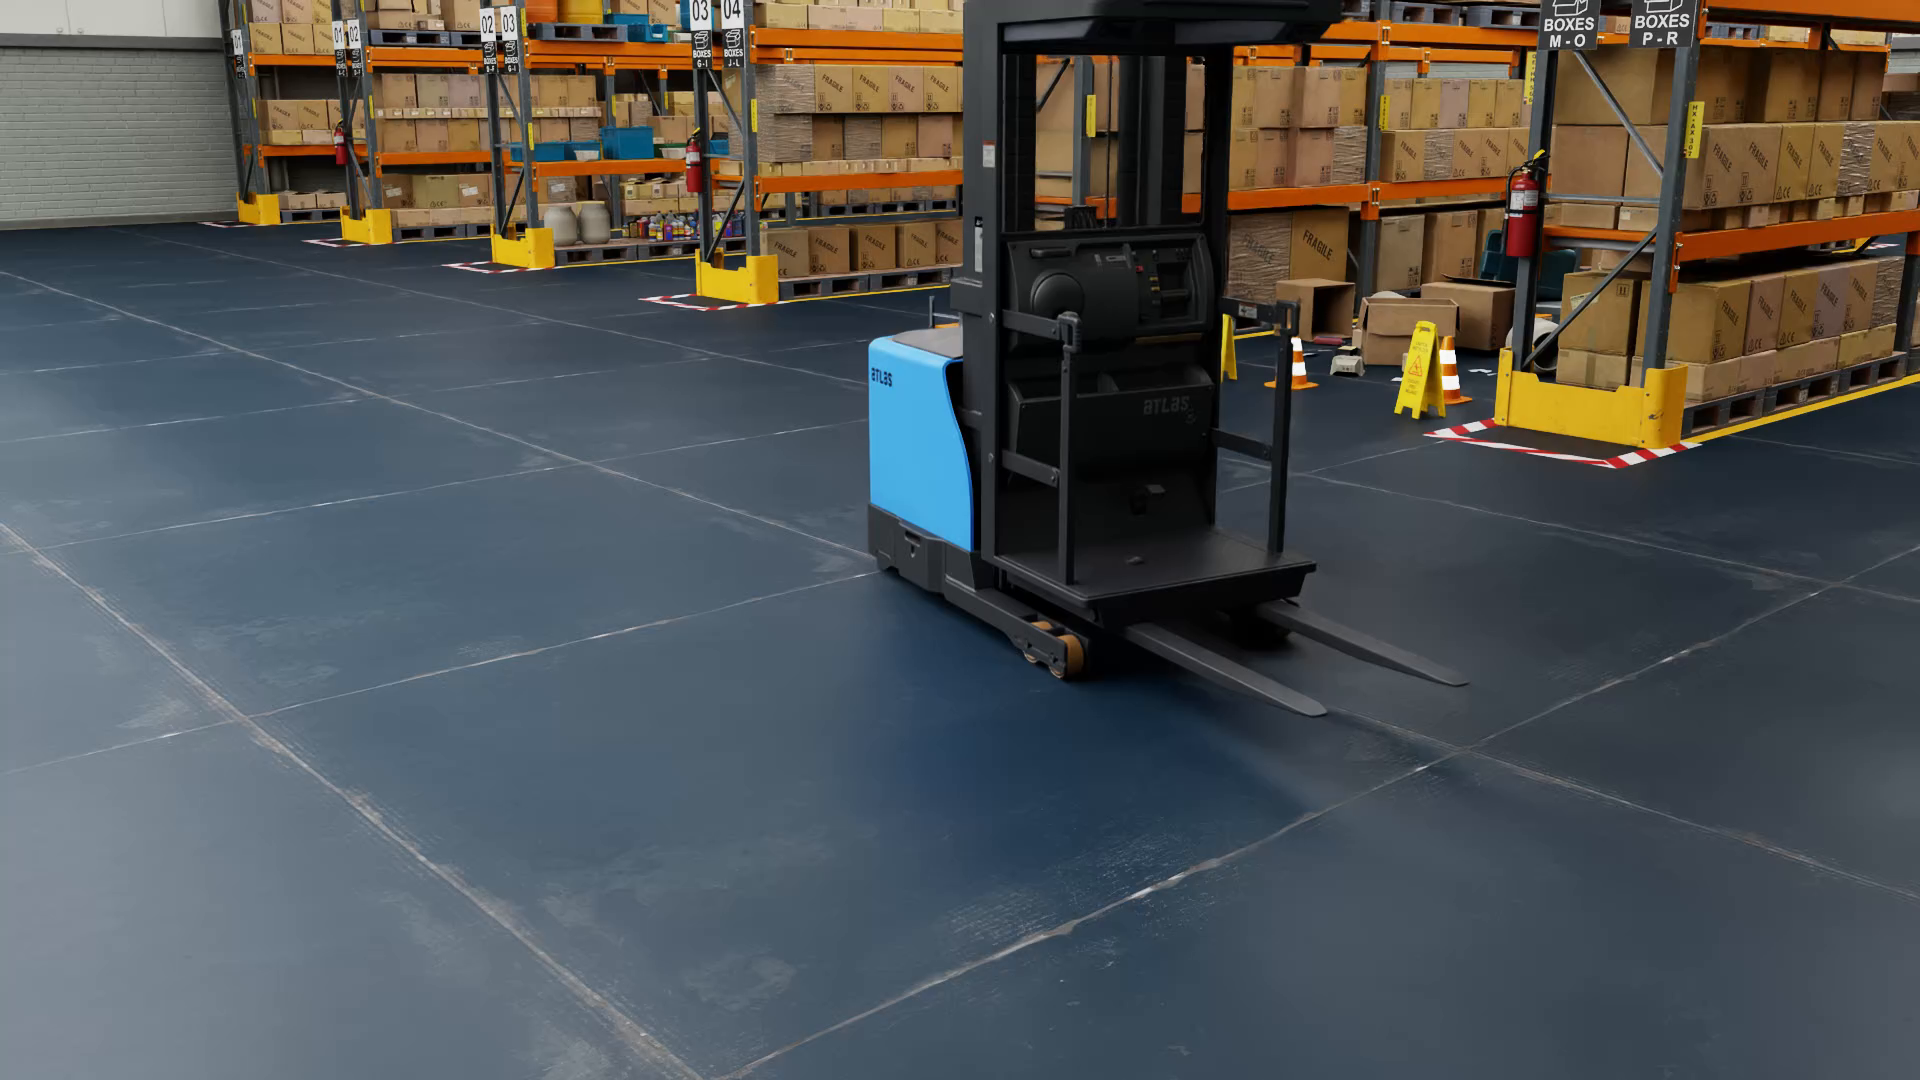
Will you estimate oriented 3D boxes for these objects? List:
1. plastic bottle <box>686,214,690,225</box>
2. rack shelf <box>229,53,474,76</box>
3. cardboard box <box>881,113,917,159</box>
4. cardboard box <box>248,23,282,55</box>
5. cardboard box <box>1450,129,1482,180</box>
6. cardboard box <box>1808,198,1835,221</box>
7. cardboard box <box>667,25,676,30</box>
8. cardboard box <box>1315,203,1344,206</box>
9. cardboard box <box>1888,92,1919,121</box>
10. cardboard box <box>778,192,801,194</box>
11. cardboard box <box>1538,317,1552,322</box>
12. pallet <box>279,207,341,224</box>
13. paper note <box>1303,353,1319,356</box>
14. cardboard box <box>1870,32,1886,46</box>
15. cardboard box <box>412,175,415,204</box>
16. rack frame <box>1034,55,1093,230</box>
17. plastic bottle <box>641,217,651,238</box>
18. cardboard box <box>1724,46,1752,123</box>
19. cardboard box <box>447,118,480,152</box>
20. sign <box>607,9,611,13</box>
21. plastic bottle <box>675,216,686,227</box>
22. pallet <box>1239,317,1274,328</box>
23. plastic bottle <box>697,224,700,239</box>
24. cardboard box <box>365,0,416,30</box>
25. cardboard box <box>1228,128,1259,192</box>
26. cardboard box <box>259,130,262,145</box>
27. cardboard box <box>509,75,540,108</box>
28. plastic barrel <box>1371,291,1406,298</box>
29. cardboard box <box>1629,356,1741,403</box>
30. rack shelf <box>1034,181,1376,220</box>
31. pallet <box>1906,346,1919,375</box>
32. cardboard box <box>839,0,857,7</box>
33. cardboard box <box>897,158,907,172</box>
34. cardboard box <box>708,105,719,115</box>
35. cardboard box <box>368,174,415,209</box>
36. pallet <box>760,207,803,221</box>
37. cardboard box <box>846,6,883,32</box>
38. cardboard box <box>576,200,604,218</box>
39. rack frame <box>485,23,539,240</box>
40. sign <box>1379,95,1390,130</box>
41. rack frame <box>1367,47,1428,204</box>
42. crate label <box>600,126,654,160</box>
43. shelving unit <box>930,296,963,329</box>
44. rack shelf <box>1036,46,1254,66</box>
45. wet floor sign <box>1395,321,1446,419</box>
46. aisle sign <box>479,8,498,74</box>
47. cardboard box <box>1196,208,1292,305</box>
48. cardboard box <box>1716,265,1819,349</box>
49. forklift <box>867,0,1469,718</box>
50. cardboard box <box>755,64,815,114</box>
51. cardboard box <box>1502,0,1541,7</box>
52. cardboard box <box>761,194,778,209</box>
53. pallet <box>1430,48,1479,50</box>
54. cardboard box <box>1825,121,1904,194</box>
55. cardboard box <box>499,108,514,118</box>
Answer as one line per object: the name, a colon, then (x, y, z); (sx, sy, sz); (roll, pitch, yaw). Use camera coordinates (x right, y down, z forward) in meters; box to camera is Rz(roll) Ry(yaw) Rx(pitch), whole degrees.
plastic bottle: (-3.891, -4.501, 23.700); (0.133, 0.283, 0.061); (-12, 19, -37)
rack shelf: (-10.728, -8.400, 29.467); (4.000, 0.370, 1.077); (-13, 19, -39)
cardboard box: (-0.960, -4.614, 18.939); (0.500, 0.500, 0.875); (-13, 19, -39)
cardboard box: (-11.820, -8.475, 28.121); (0.500, 0.500, 0.500); (-12, 19, -38)
cardboard box: (5.048, -4.017, 17.281); (0.500, 0.500, 0.500); (-13, 20, -40)
cardboard box: (5.852, -2.319, 11.607); (0.250, 0.149, 0.380); (-12, 19, -39)
cardboard box: (-5.081, -8.449, 27.734); (0.500, 0.250, 0.500); (14, 20, 42)
cardboard box: (4.765, -4.861, 23.939); (0.875, 0.875, 1.225); (-13, 19, -39)
cardboard box: (7.583, -3.234, 12.960); (0.500, 0.500, 0.500); (-12, 19, -38)
cardboard box: (-3.180, -6.360, 29.675); (0.500, 0.311, 0.500); (-12, 19, -38)
cardboard box: (5.018, -1.774, 14.377); (0.258, 0.266, 0.396); (2, 15, 9)
pallet: (-11.543, -5.756, 29.391); (1.213, 0.211, 1.003); (-13, 19, -39)
paper note: (2.964, -1.577, 14.098); (0.142, 0.017, 0.144); (-6, 16, -20)
cardboard box: (12.599, -7.043, 23.282); (0.500, 0.250, 0.500); (-13, 20, -41)
cardboard box: (-9.975, -6.459, 30.608); (0.500, 0.500, 0.500); (14, 21, 43)
rack frame: (0.698, -3.084, 13.984); (0.127, 3.000, 1.000); (-13, 19, -39)
plastic bottle: (-4.357, -4.345, 23.113); (0.133, 0.283, 0.061); (-13, 19, -39)
cardboard box: (4.970, -3.132, 11.457); (0.500, 0.500, 0.700); (-13, 20, -40)
cardboard box: (-7.850, -6.294, 25.806); (0.500, 0.500, 0.700); (-12, 19, -39)
sign: (-5.599, -8.303, 26.554); (0.005, 0.325, 0.100); (-13, 19, -39)
plastic bottle: (-3.944, -4.421, 23.413); (0.135, 0.276, 0.152); (-13, 19, -39)
pallet: (3.091, -2.301, 16.455); (1.213, 0.211, 1.003); (-13, 19, -39)
plastic bottle: (-3.597, -4.265, 22.974); (0.097, 0.201, 0.097); (0, 15, 0)
cardboard box: (-8.545, -7.862, 24.774); (0.637, 0.503, 0.797); (-11, 18, -36)
cardboard box: (2.226, -3.494, 15.227); (0.500, 0.550, 0.875); (-13, 19, -39)
cardboard box: (-12.011, -7.014, 28.948); (0.500, 0.250, 0.500); (-12, 19, -39)
cardboard box: (-7.053, -7.102, 26.317); (0.500, 0.500, 0.700); (-13, 20, -39)
plastic barrel: (3.867, -2.026, 15.016); (0.421, 0.421, 0.512); (0, 15, -1)
cardboard box: (4.814, -1.095, 11.051); (0.500, 0.250, 0.500); (-13, 20, -40)
rack shelf: (2.207, -3.075, 15.345); (4.000, 0.370, 1.077); (-13, 19, -39)
pallet: (7.628, -1.600, 13.832); (1.213, 0.211, 1.003); (-13, 19, -39)
cardboard box: (-1.315, -5.802, 17.866); (0.250, 0.149, 0.380); (-13, 20, -40)
cardboard box: (-0.813, -4.251, 18.838); (0.250, 0.149, 0.380); (-13, 19, -39)
cardboard box: (-5.266, -8.636, 33.960); (0.500, 0.500, 0.500); (-12, 19, -38)
cardboard box: (-8.772, -5.382, 25.646); (0.500, 0.500, 0.500); (-13, 19, -39)
pallet: (-3.593, -5.872, 29.825); (1.213, 0.211, 1.003); (-13, 19, -39)
cardboard box: (-1.187, -5.647, 18.055); (0.500, 0.250, 0.500); (-13, 20, -40)
cardboard box: (-6.171, -5.427, 27.269); (0.500, 0.250, 0.500); (-13, 19, -39)
rack frame: (-5.733, -5.031, 21.273); (0.127, 3.000, 1.000); (-13, 19, -39)
sign: (4.081, -4.110, 15.995); (0.005, 0.325, 0.100); (-13, 19, -39)
rack frame: (6.571, -6.100, 25.273); (0.127, 3.000, 1.000); (-13, 19, -39)
crate label: (-4.522, -5.413, 22.633); (0.616, 0.435, 0.502); (-13, 19, -39)
shelving unit: (0.124, -0.608, 8.203); (0.503, 1.200, 0.258); (-12, 19, -38)
rack shelf: (2.045, -6.185, 21.174); (4.000, 0.370, 1.077); (-13, 19, -39)
wet floor sign: (3.178, -1.176, 11.403); (0.232, 0.644, 0.267); (-6, 16, -20)
aisle sign: (-5.982, -6.333, 21.108); (0.004, 0.787, 0.394); (-13, 19, -39)
cardboard box: (2.518, -2.692, 15.818); (0.875, 0.875, 0.875); (-12, 19, -39)
cardboard box: (5.607, -1.634, 11.617); (0.500, 0.500, 0.500); (-12, 19, -38)
forklift: (0.707, -1.025, 6.407); (1.130, 2.935, 3.031); (-8, 17, -27)
cardboard box: (-1.888, -4.782, 17.633); (0.500, 0.500, 0.500); (-13, 19, -39)
cardboard box: (6.142, -5.861, 17.733); (0.500, 0.311, 0.500); (-13, 19, -39)
cardboard box: (-3.570, -6.001, 29.419); (0.500, 0.250, 0.500); (-13, 20, -40)
pallet: (8.115, -7.848, 26.179); (1.213, 0.211, 1.003); (-13, 19, -39)
cardboard box: (6.485, -2.795, 12.131); (0.500, 0.500, 0.500); (-12, 19, -38)
cardboard box: (-7.186, -6.687, 26.022); (0.250, 0.149, 0.380); (-12, 19, -38)
